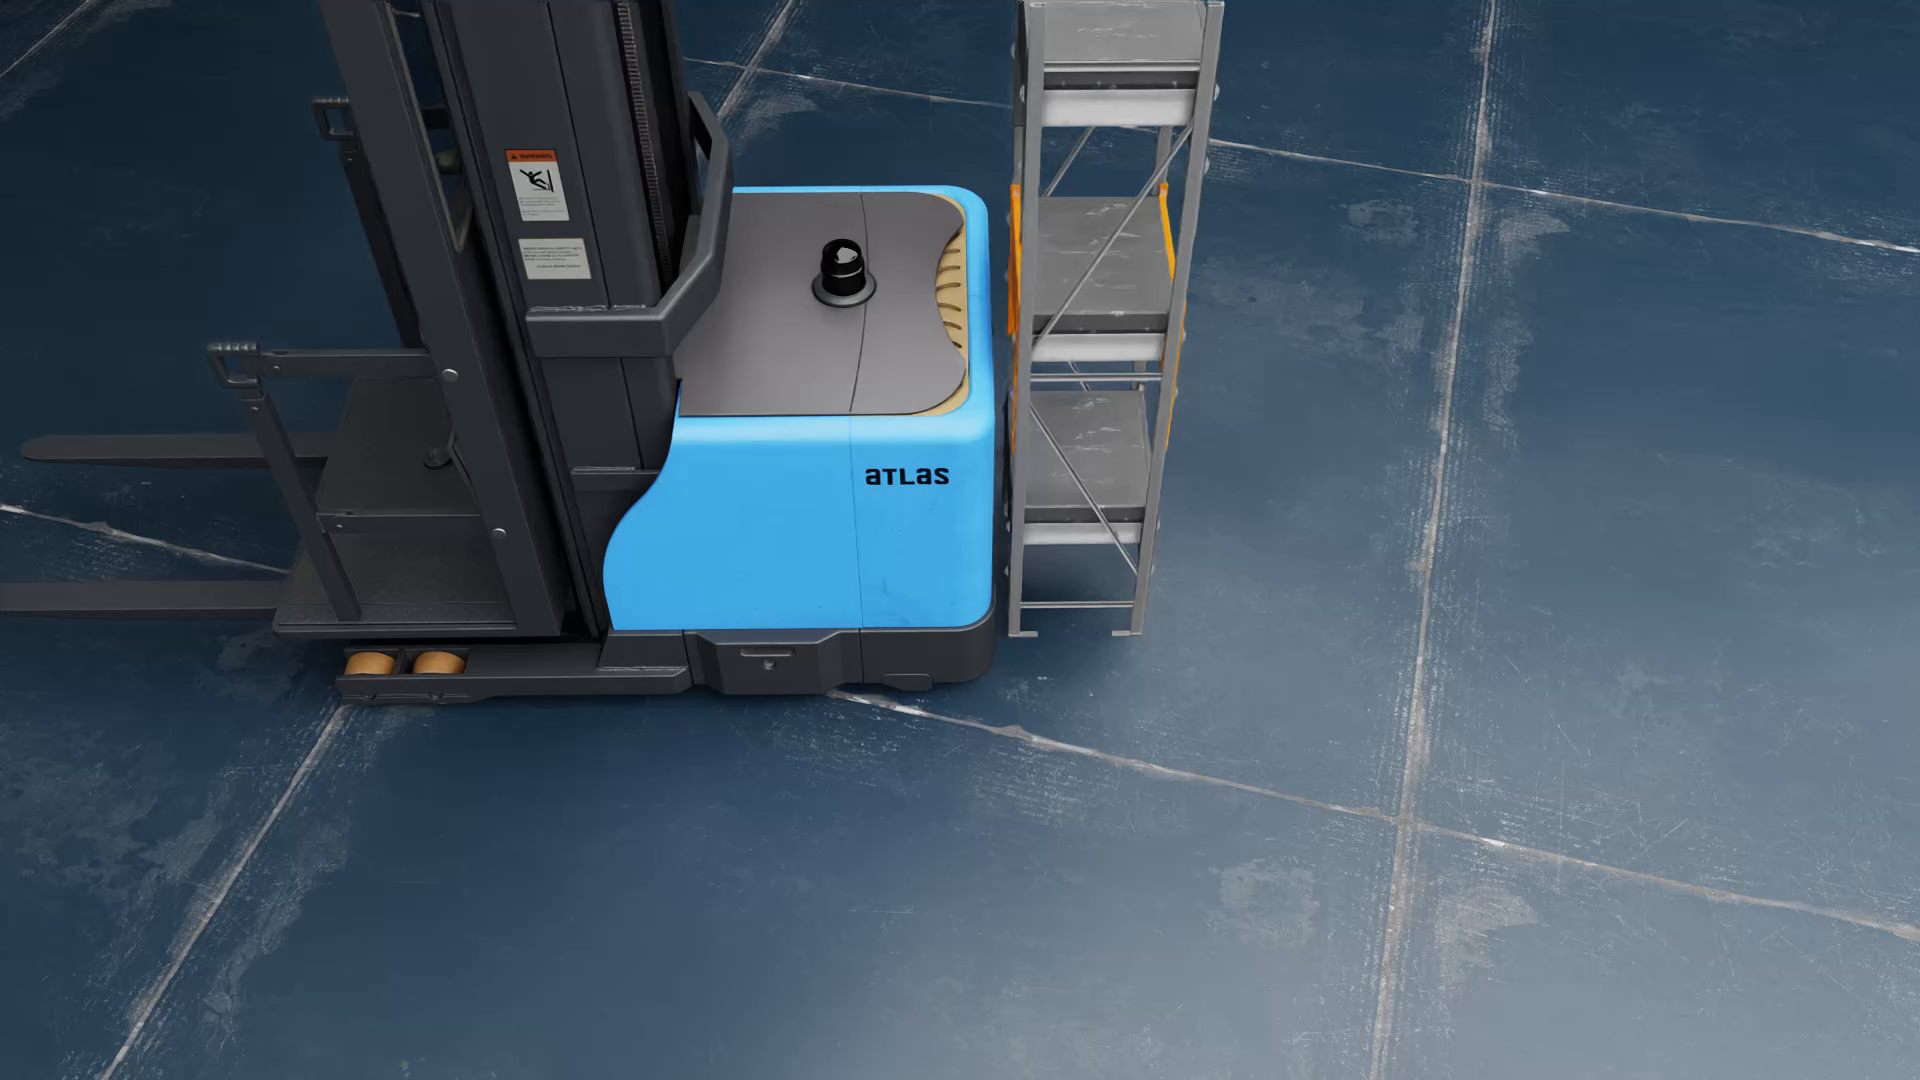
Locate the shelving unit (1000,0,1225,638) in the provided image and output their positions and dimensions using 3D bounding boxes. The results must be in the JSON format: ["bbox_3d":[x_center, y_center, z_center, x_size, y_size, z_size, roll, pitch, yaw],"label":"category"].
[{"bbox_3d":[0.342,-0.592,4.372,0.431,2.100,0.503,0,49,0],"label":"shelving unit"}]

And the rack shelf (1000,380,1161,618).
[{"bbox_3d":[0.342,-0.119,4.907,0.431,0.518,0.480,0,49,0],"label":"rack shelf"}]

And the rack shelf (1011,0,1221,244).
[{"bbox_3d":[0.341,-1.046,3.857,0.431,0.518,0.480,0,49,0],"label":"rack shelf"}]

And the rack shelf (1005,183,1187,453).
[{"bbox_3d":[0.342,-0.582,4.382,0.431,0.518,0.480,0,49,0],"label":"rack shelf"}]

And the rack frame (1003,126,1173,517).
[{"bbox_3d":[0.339,-0.774,4.533,0.400,2.100,0.015,0,49,0],"label":"rack frame"}]

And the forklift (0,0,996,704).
[{"bbox_3d":[-1.420,-0.894,4.084,3.031,2.935,1.130,0,49,0],"label":"forklift"}]

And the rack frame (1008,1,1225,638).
[{"bbox_3d":[0.344,-0.409,4.210,0.400,2.100,0.015,0,49,0],"label":"rack frame"}]
